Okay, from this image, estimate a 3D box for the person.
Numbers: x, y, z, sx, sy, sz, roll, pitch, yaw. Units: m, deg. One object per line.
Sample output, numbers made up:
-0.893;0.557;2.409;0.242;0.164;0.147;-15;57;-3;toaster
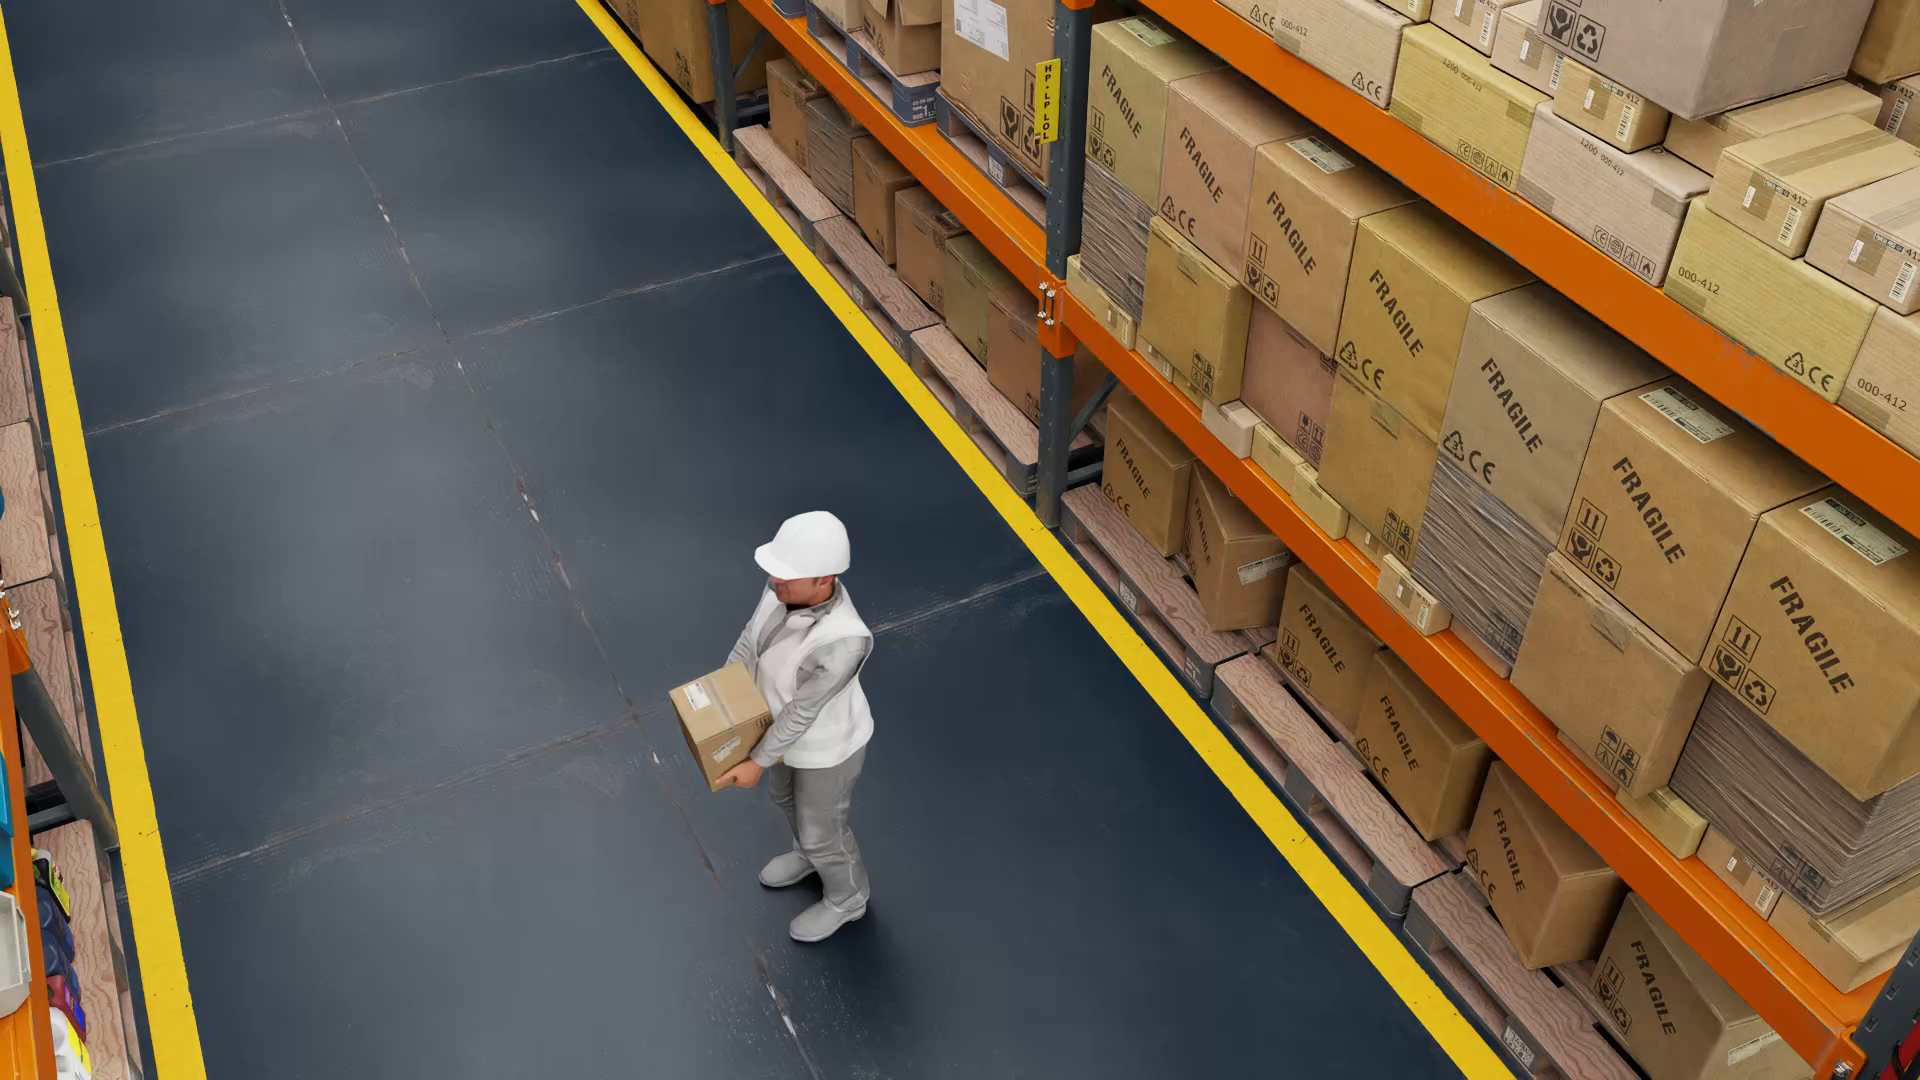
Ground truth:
-0.568;0.645;5.401;0.554;1.768;0.495;-18;44;-20;person
